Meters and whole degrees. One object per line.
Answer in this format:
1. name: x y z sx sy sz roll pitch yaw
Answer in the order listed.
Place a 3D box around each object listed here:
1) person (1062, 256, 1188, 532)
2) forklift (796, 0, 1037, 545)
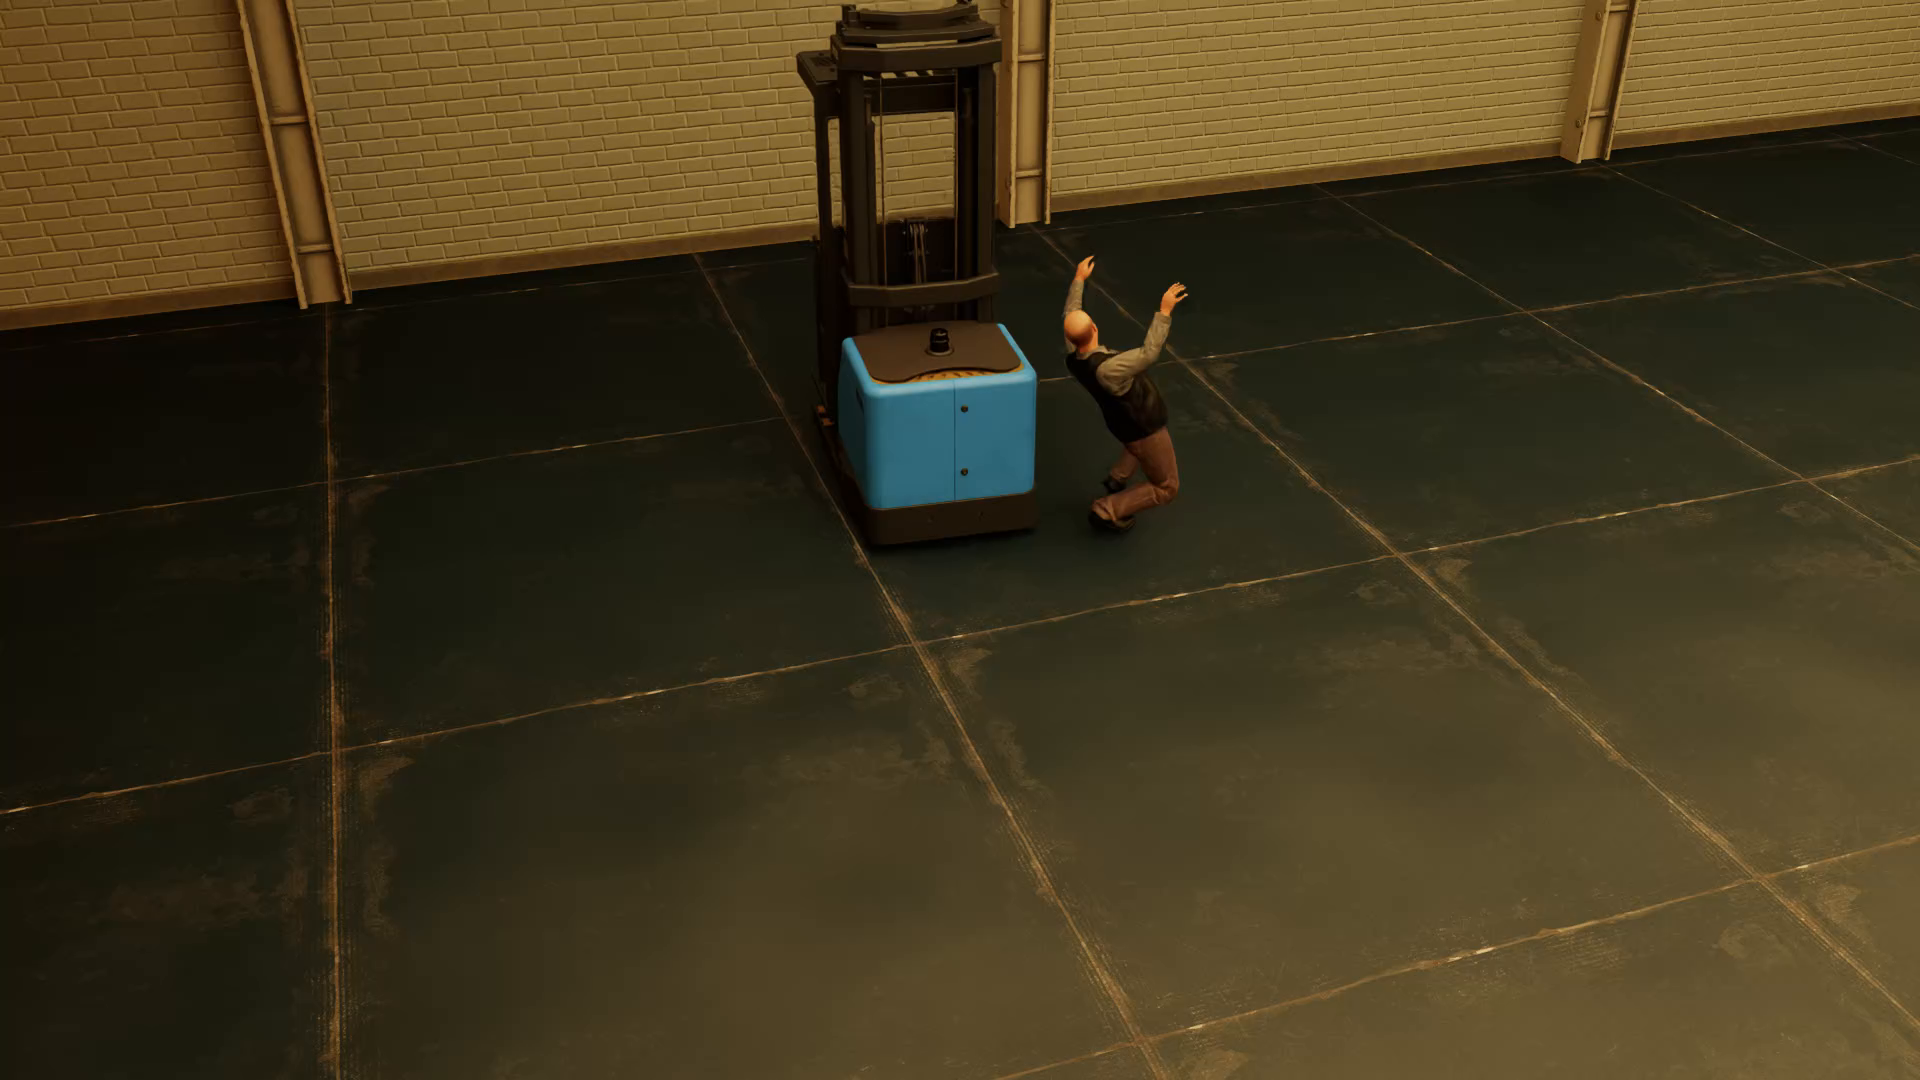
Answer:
1. person: 0.942 -0.860 9.922 0.787 1.626 1.004 -9 31 -14
2. forklift: -0.381 -1.961 10.495 1.130 2.935 3.031 -7 31 -12
